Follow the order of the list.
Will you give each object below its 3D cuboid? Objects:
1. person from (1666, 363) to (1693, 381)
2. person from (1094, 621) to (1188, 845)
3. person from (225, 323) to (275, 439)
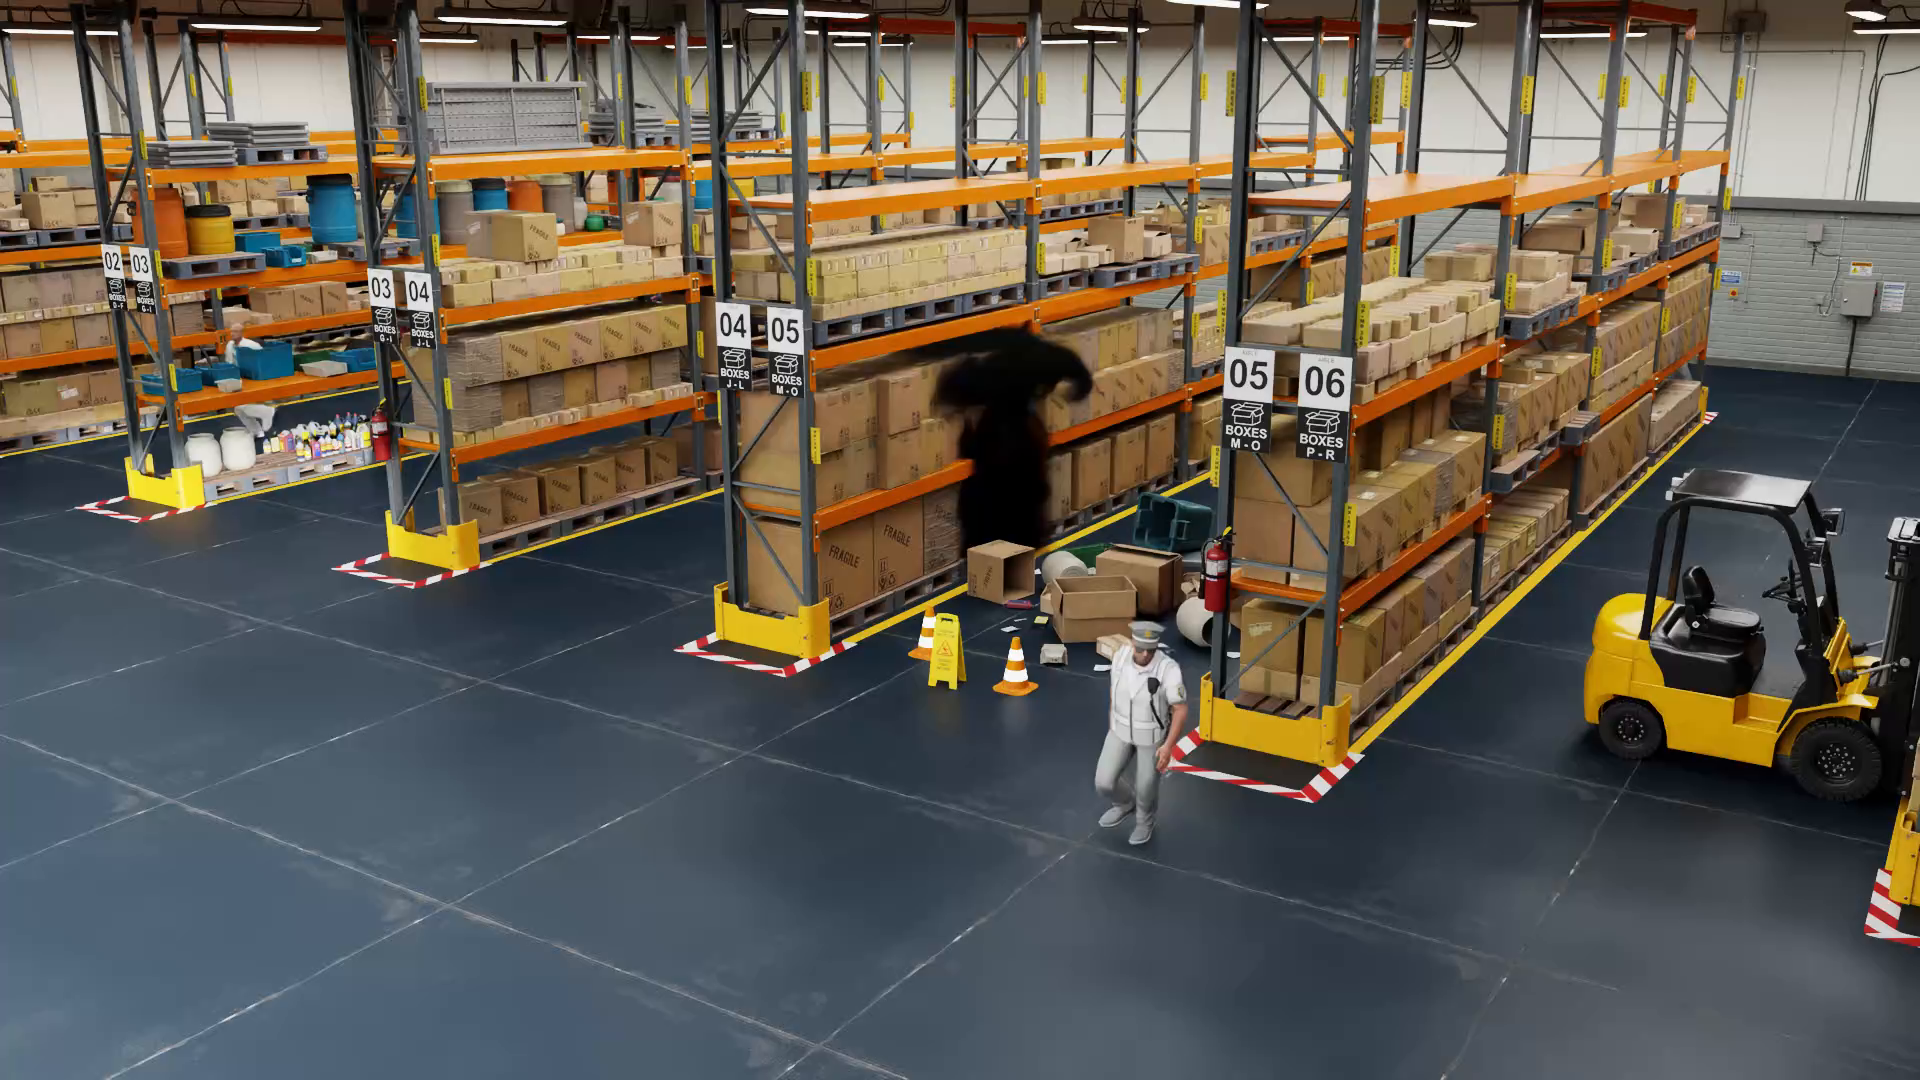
[{"bbox_3d":[12.161,-3.434,28.288,0.718,1.789,0.684,2,16,9],"label":"person"},{"bbox_3d":[1.237,1.322,11.314,0.664,1.702,0.673,7,17,23],"label":"person"},{"bbox_3d":[-10.468,-2.319,24.361,0.687,1.724,0.678,7,17,24],"label":"person"}]
